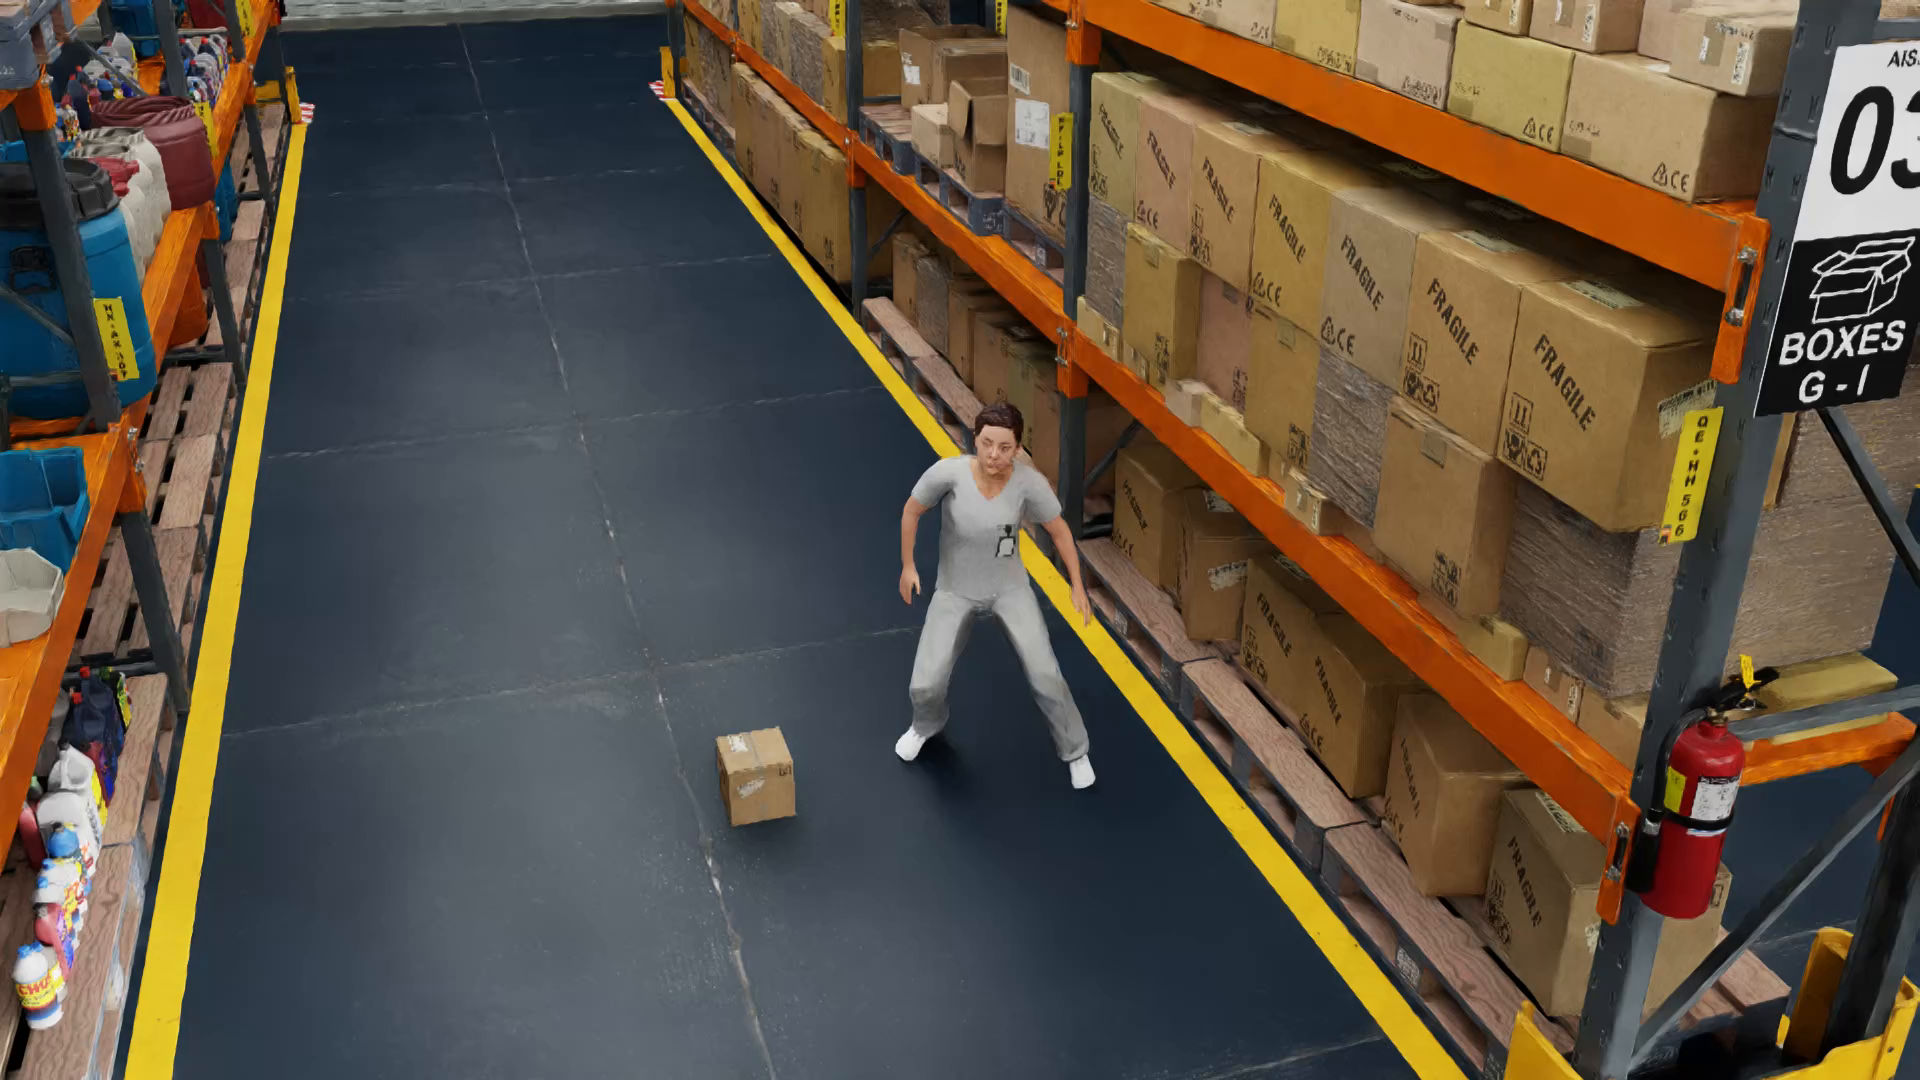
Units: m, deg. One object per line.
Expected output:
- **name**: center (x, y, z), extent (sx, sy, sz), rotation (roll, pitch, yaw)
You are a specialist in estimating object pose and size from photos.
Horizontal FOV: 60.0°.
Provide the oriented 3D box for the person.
- **person**: center (0.139, 0.203, 6.392), extent (0.795, 1.518, 0.493), rotation (1, 26, 1)
